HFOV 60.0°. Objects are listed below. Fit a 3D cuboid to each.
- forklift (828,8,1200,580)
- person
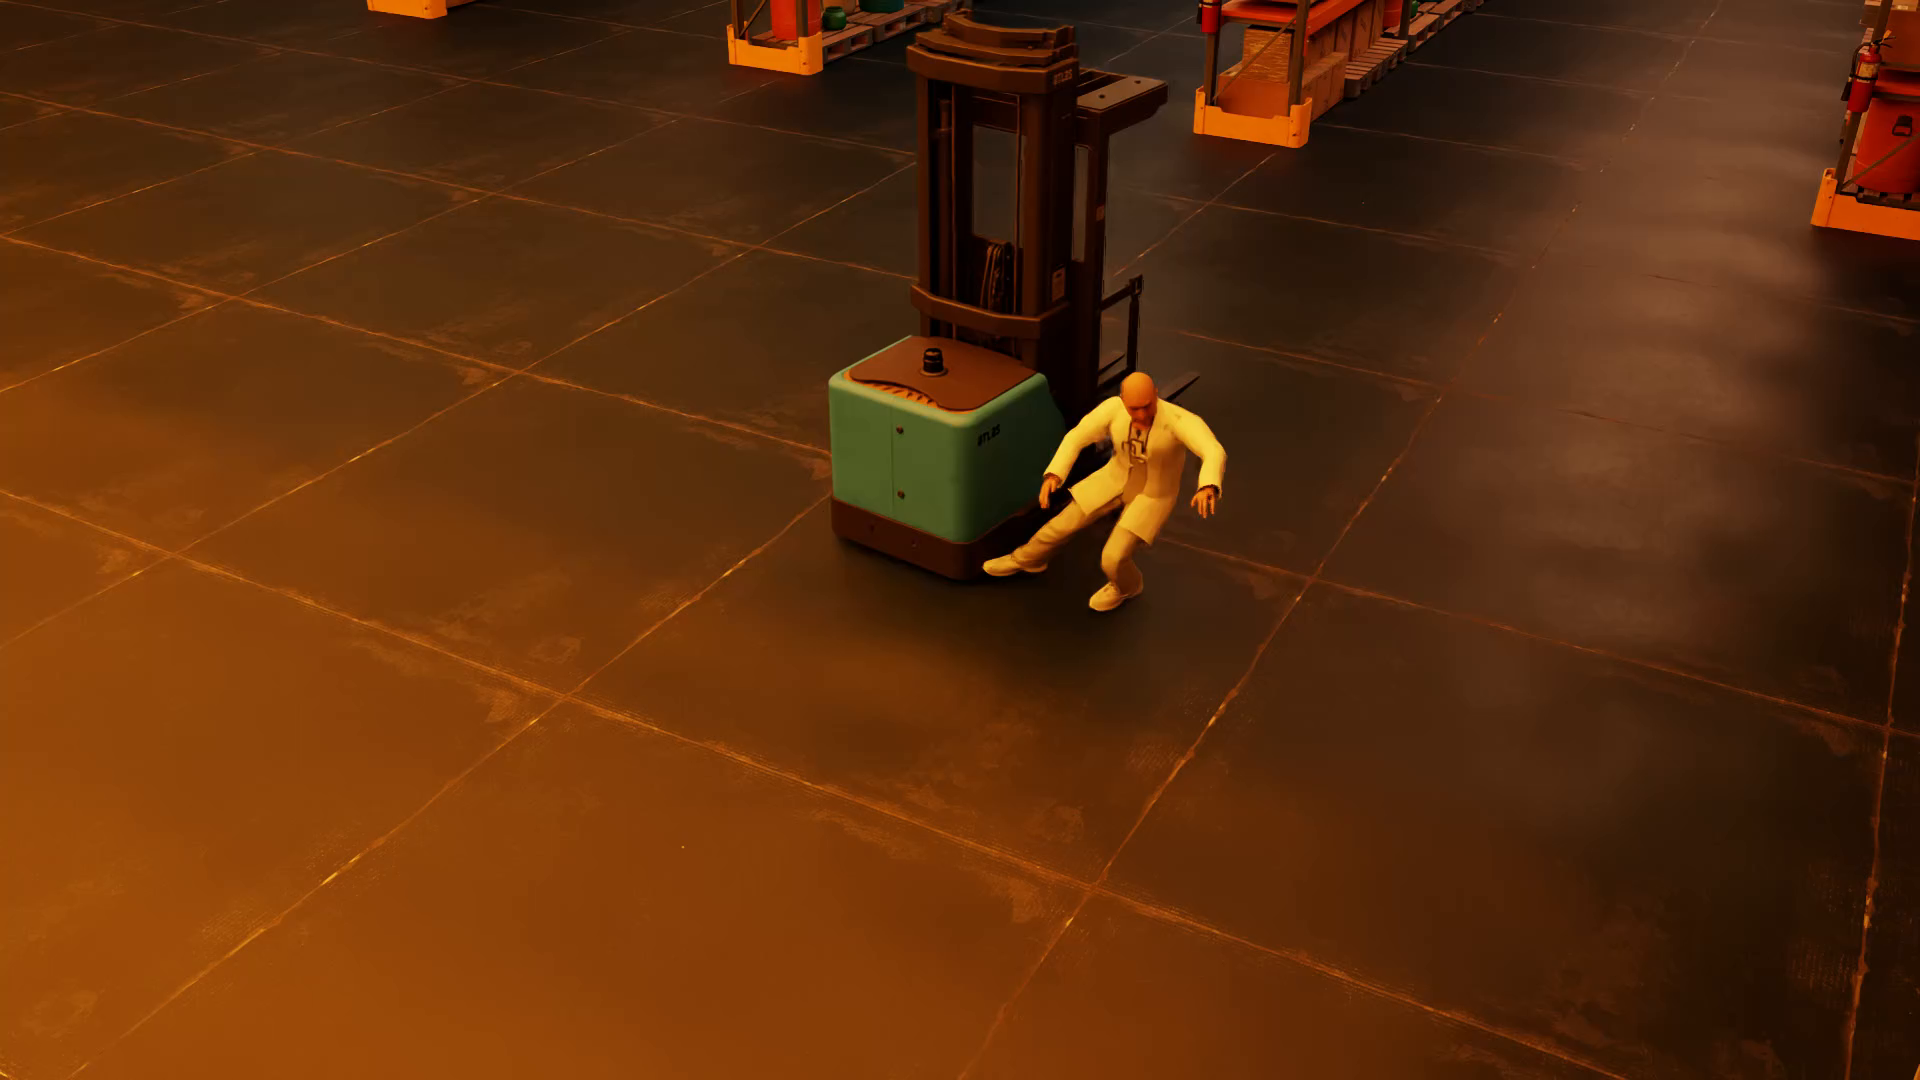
[{"bbox_3d":[0.508,-1.722,10.054,1.130,2.935,3.031,20,36,31],"label":"forklift"},{"bbox_3d":[0.758,-0.221,8.855,1.489,1.494,0.860,15,33,24],"label":"person"}]
